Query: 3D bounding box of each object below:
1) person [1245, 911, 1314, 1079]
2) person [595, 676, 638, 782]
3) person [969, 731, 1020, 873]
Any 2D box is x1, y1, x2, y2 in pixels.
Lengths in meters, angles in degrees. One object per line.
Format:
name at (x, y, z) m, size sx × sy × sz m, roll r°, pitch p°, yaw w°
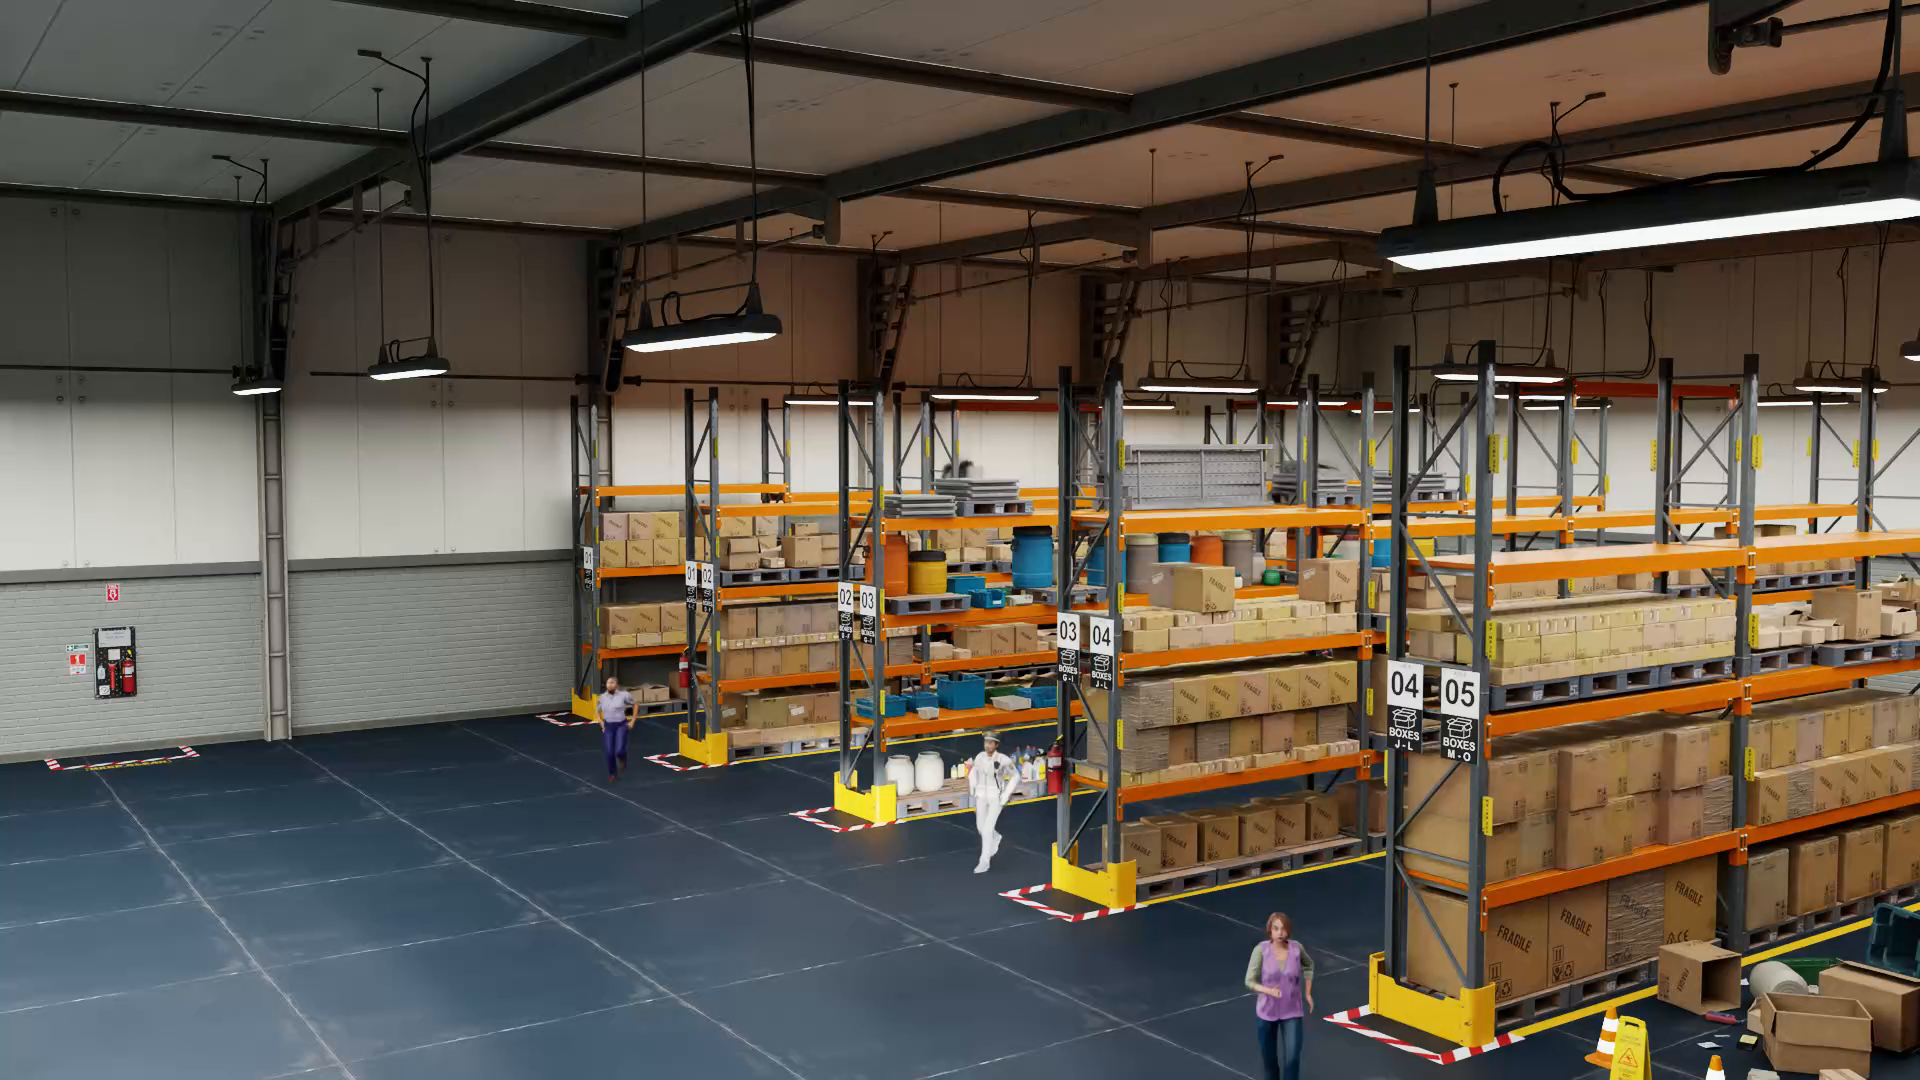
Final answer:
person at (2.403, 3.593, 12.505) m, size 0.515 × 1.632 × 0.785 m, roll 1°, pitch 3°, yaw 10°
person at (-5.213, 2.862, 25.170) m, size 0.632 × 1.611 × 0.610 m, roll 0°, pitch 3°, yaw 1°
person at (0.409, 3.129, 20.144) m, size 0.644 × 1.693 × 0.750 m, roll 2°, pitch 4°, yaw 28°
